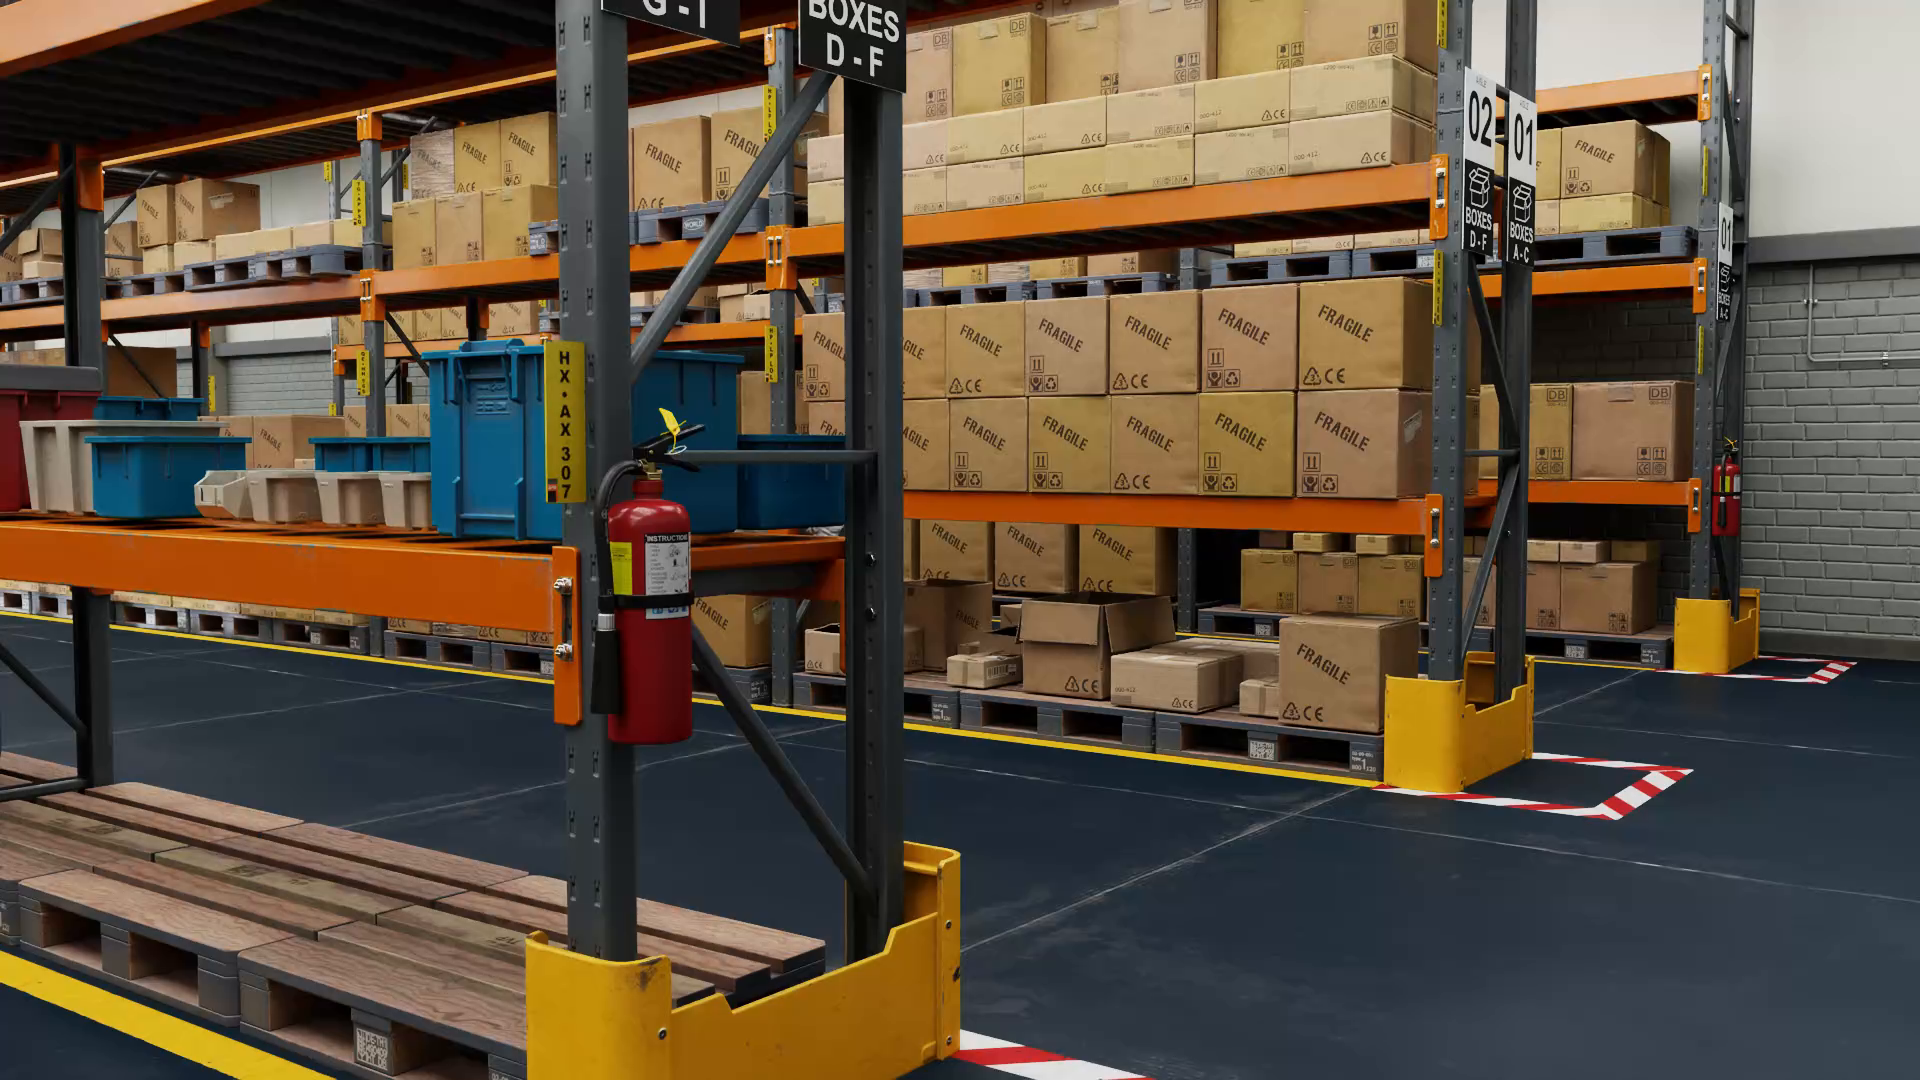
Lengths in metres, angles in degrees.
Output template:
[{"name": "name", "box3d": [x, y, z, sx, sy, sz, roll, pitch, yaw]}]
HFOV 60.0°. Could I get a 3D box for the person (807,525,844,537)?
[{"name": "person", "box3d": [-1.117, -0.171, 14.720, 0.525, 1.796, 0.365, -3, 4, -42]}]
